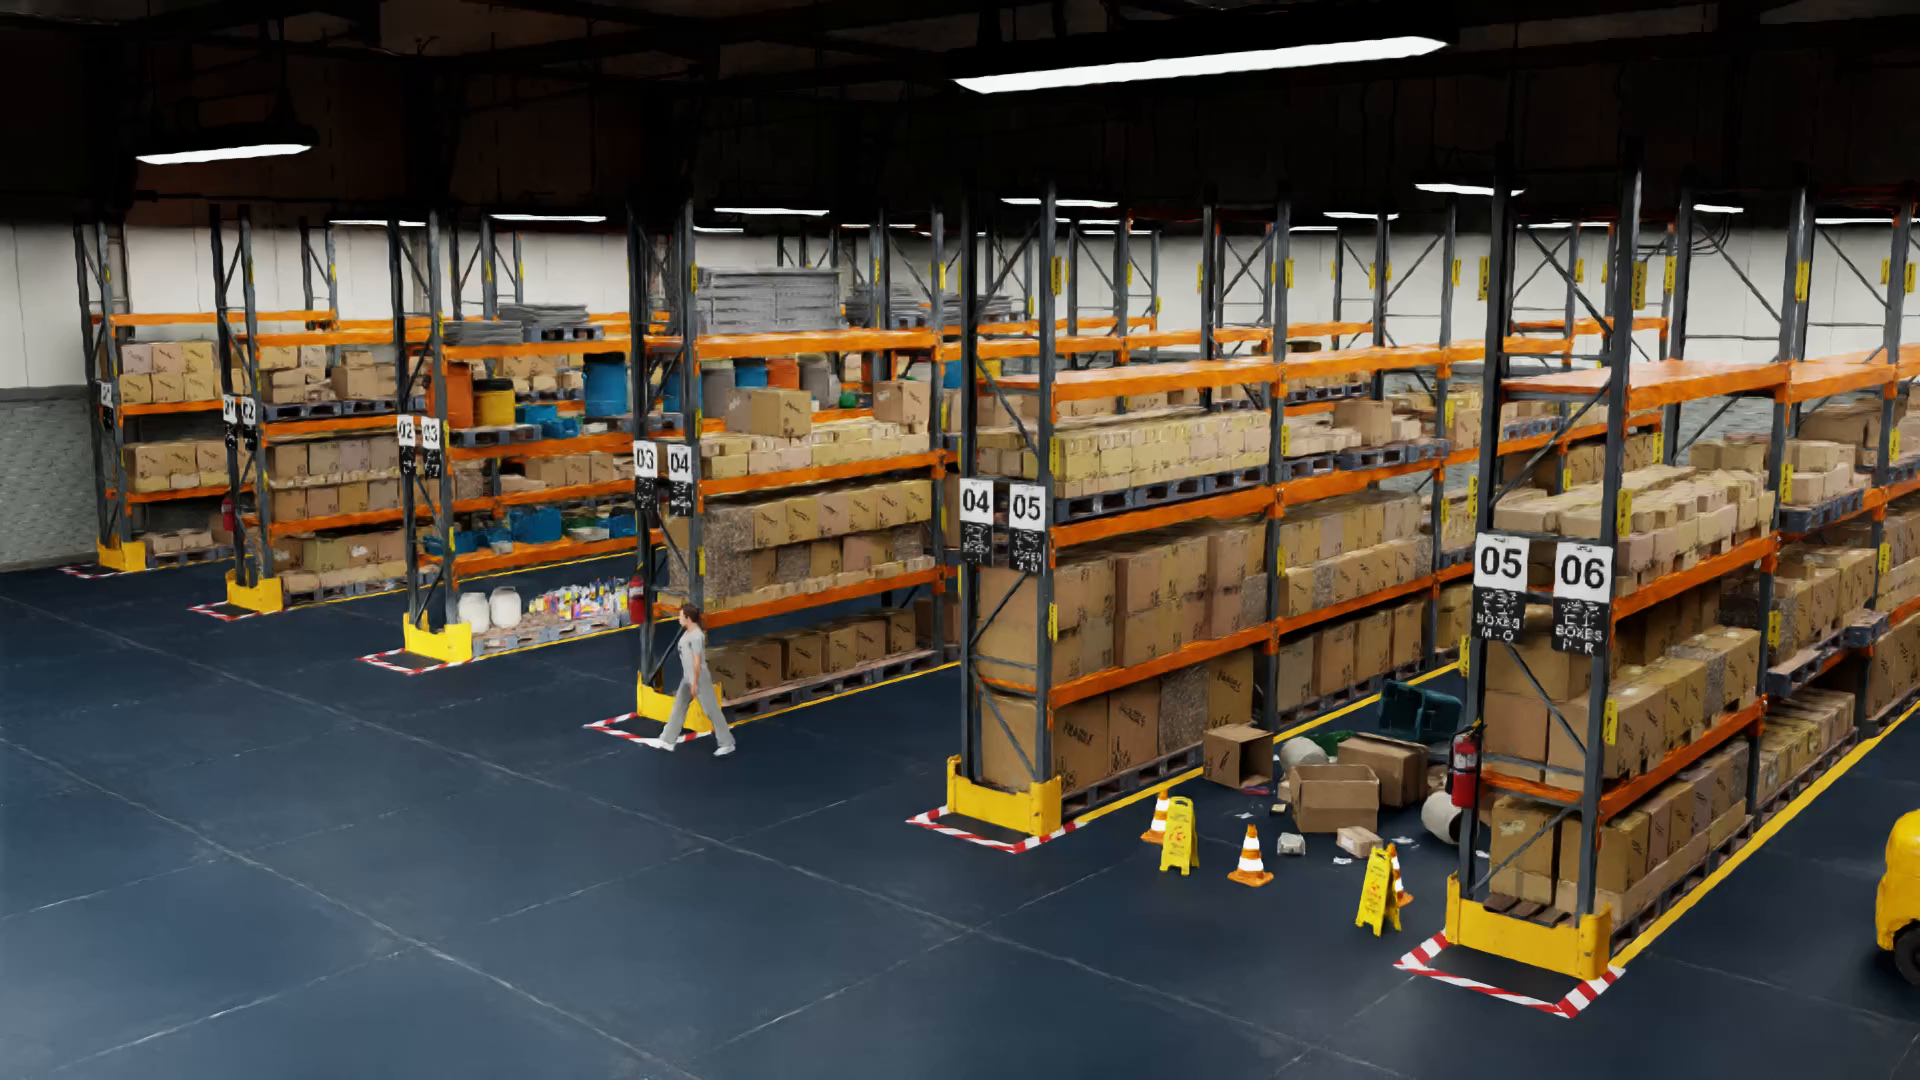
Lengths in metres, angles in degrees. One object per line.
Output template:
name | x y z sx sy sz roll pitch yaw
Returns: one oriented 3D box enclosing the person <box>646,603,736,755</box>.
person | -2.839 1.456 17.521 0.881 1.620 0.572 -4 10 -22
